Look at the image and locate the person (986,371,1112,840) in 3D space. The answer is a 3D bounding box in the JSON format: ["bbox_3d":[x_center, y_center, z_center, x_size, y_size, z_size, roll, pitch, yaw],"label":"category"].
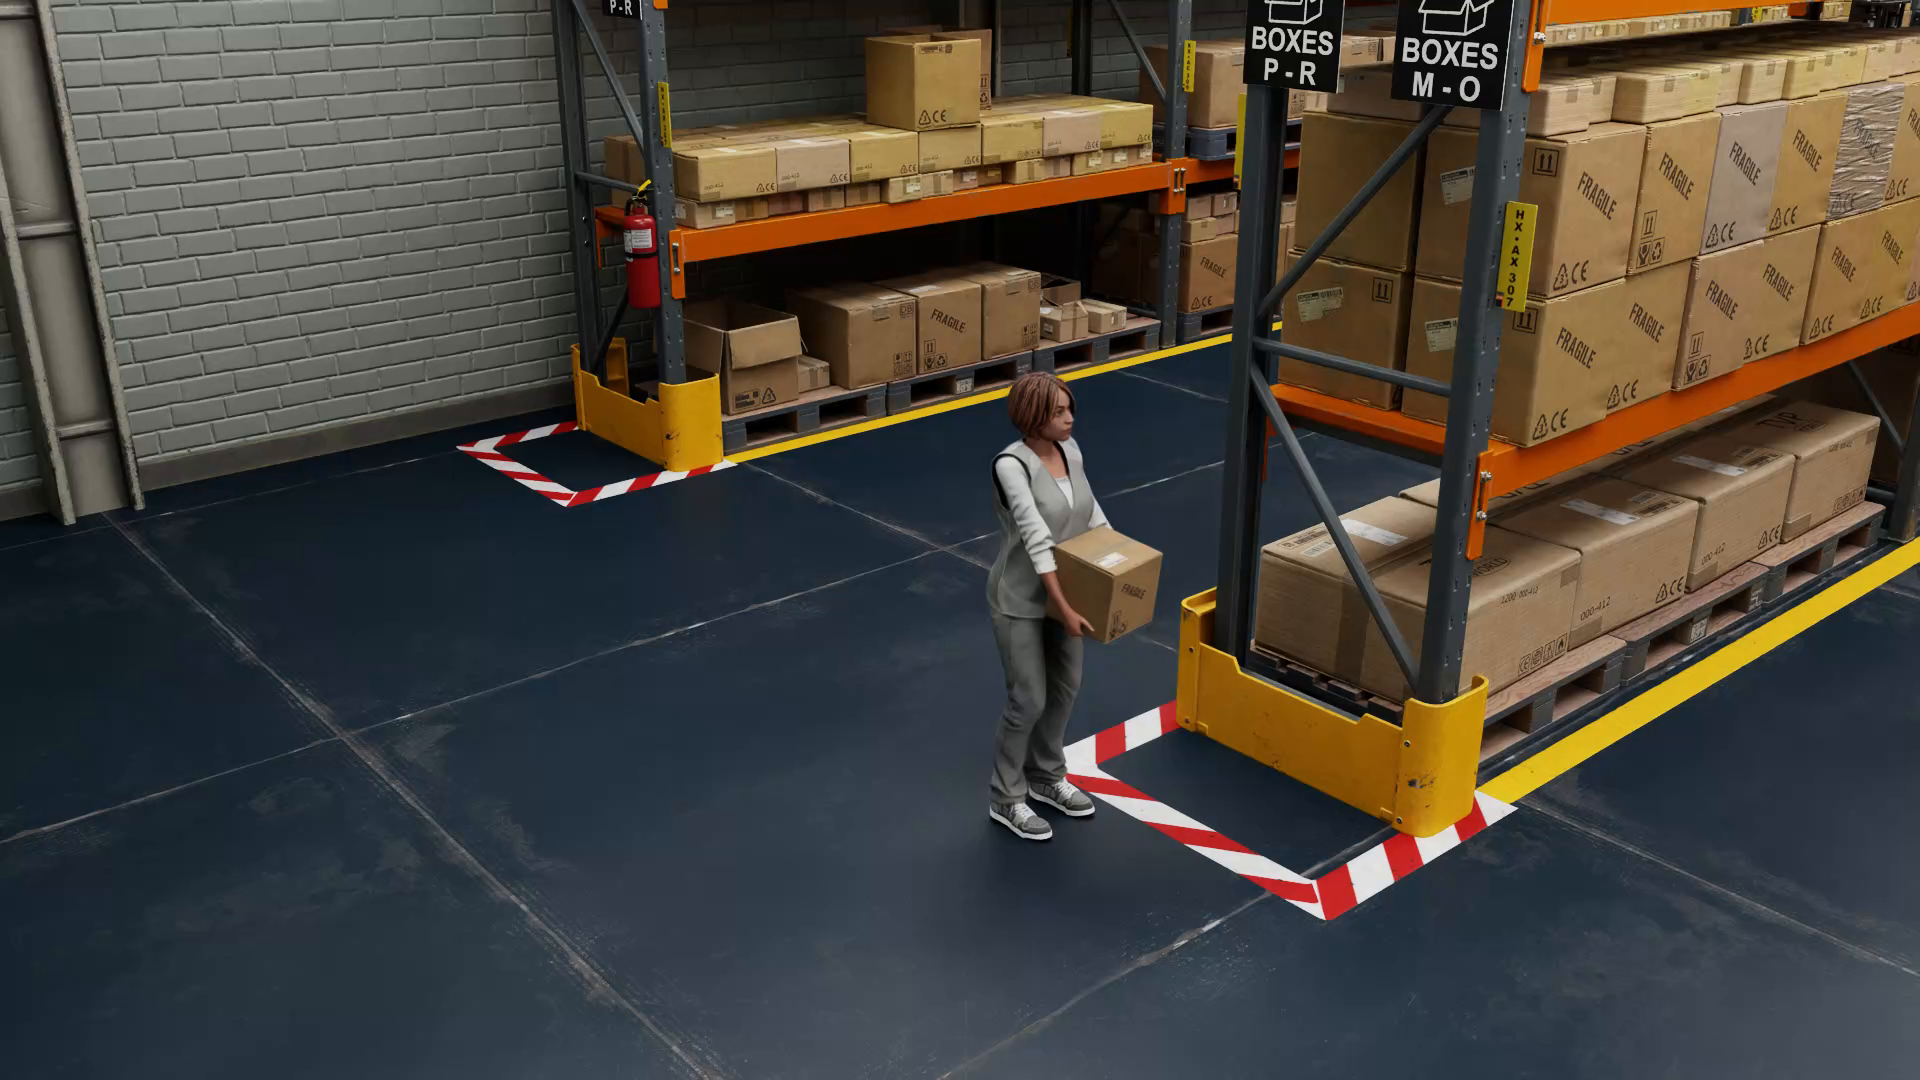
[{"bbox_3d":[0.331,0.237,5.494,0.500,1.599,0.375,18,28,39],"label":"person"}]
